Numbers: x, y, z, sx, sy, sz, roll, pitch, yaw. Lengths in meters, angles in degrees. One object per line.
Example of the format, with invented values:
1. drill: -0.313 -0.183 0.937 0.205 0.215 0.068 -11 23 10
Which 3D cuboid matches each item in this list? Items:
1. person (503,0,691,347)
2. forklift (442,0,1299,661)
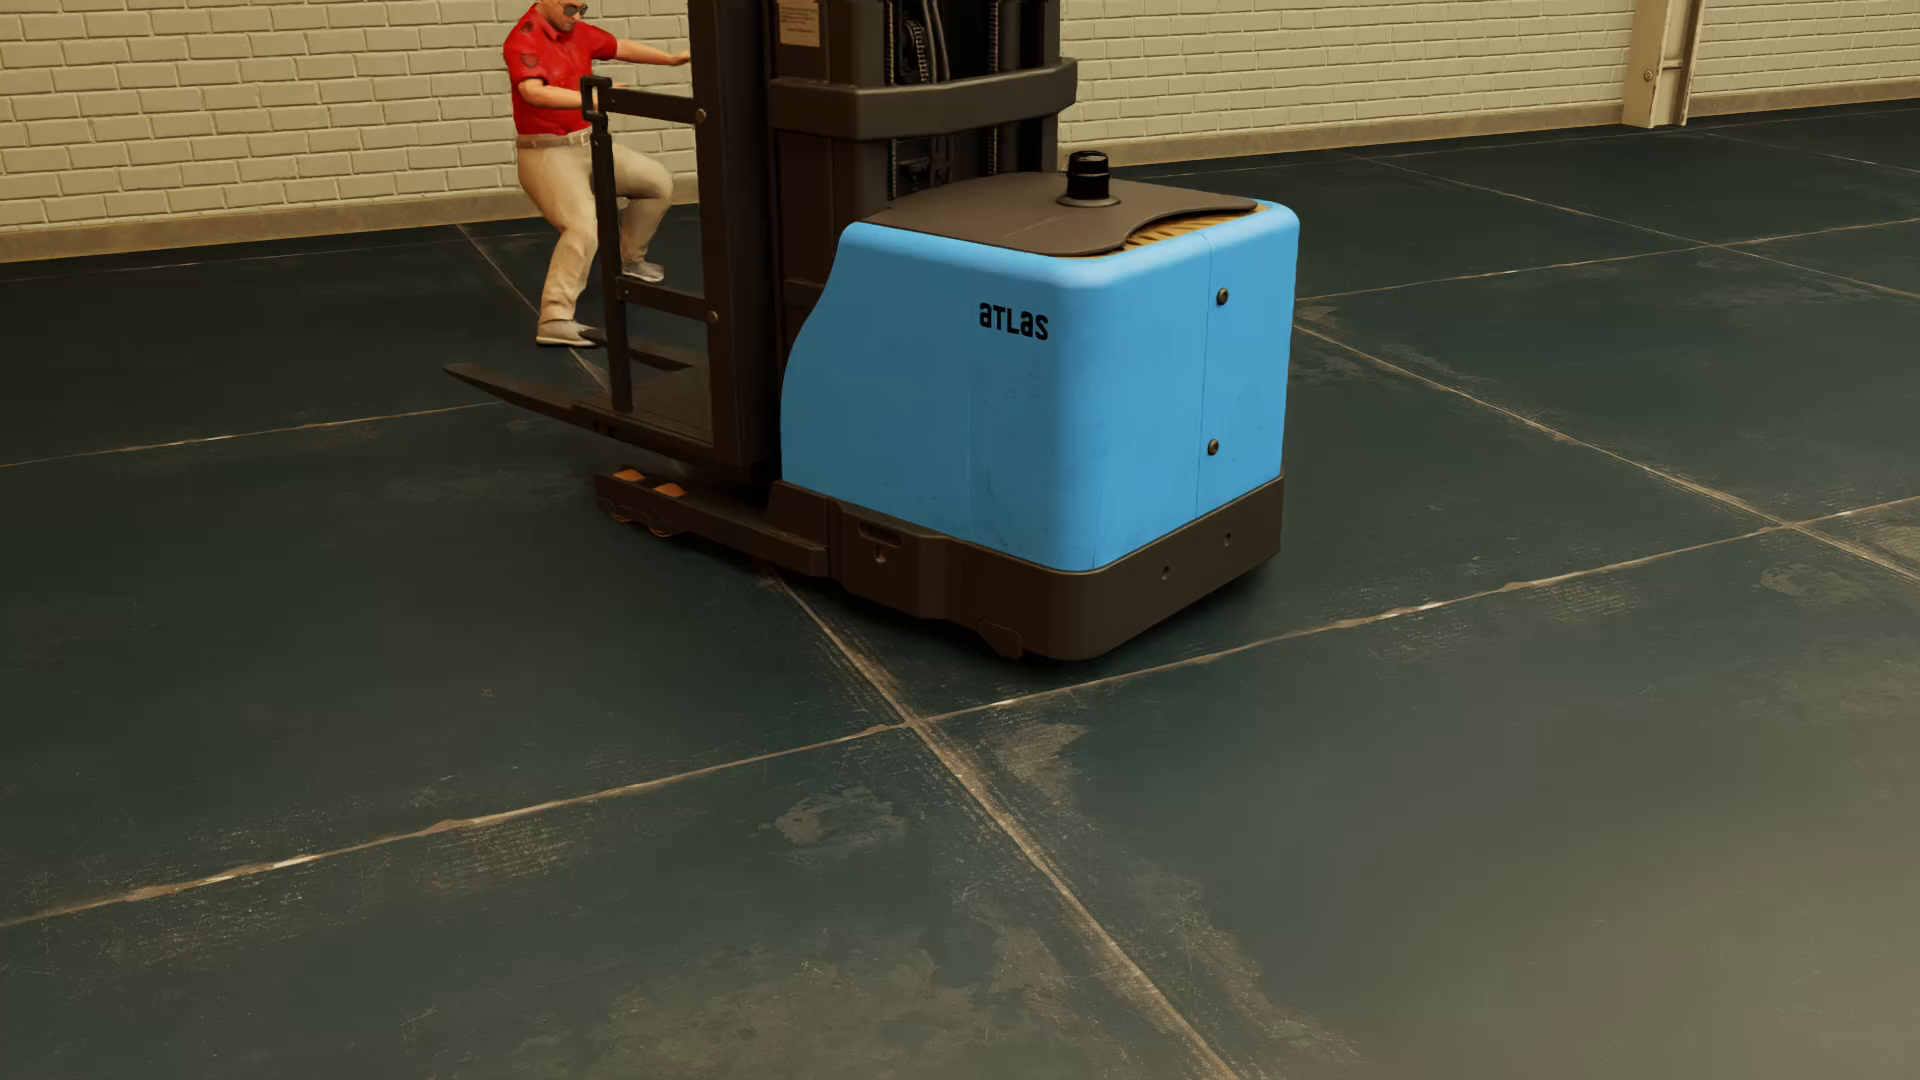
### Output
1. person: -1.581 -1.734 7.321 0.680 1.497 1.193 9 24 21
2. forklift: -0.515 -1.496 4.887 3.031 2.935 1.130 18 29 37
